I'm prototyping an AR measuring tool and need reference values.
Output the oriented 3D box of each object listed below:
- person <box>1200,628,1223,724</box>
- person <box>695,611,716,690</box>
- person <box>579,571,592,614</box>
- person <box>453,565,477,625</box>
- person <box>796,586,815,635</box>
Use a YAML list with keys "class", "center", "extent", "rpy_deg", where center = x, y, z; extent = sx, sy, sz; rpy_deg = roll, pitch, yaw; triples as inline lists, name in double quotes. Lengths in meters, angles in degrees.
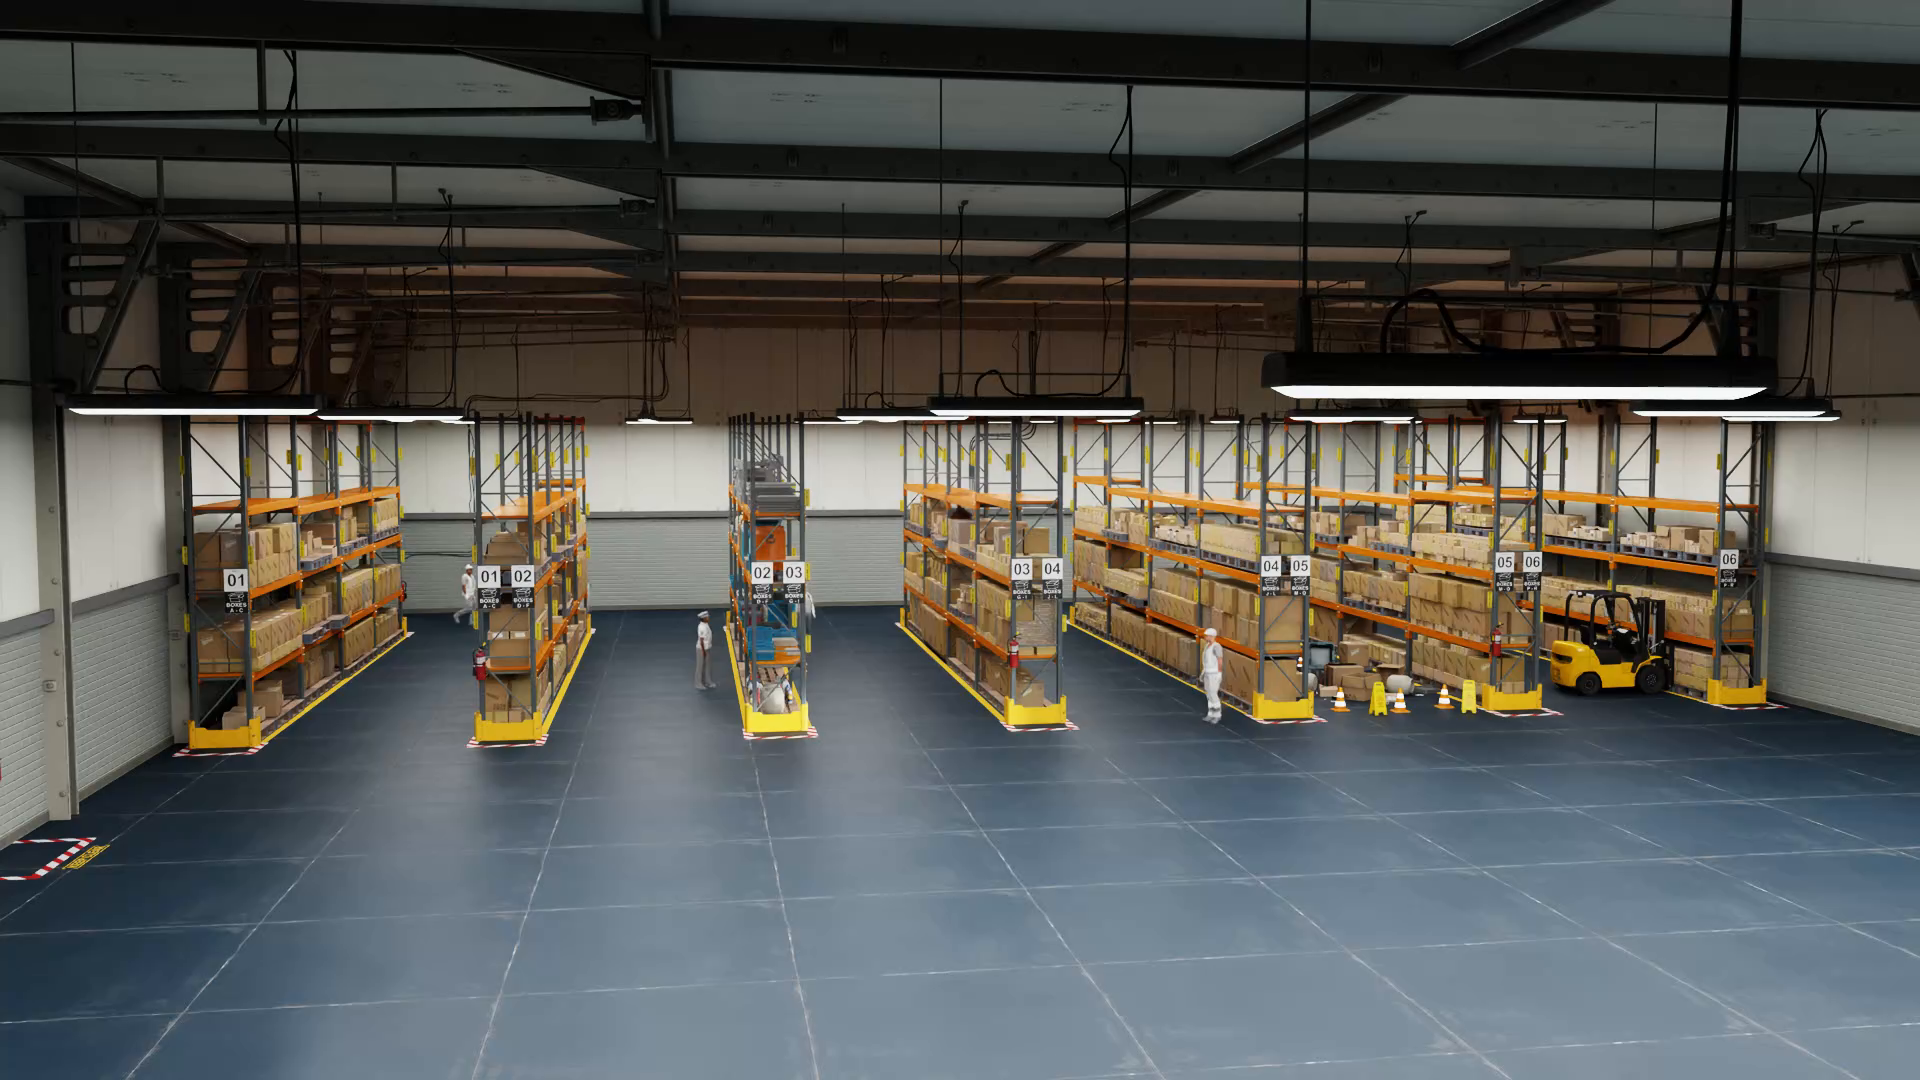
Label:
- class: "person"
  center: [4.877, 2.633, 32.352]
  extent: [0.380, 1.820, 0.612]
  rpy_deg: [-1, 4, -19]
- class: "person"
  center: [-5.581, 2.400, 36.424]
  extent: [0.397, 1.706, 0.507]
  rpy_deg: [1, 4, 15]
- class: "person"
  center: [-10.879, 1.625, 47.892]
  extent: [0.499, 1.654, 0.512]
  rpy_deg: [2, 5, 31]
- class: "person"
  center: [-14.207, 1.579, 47.849]
  extent: [0.726, 1.752, 0.615]
  rpy_deg: [0, 4, -6]
- class: "person"
  center: [-4.102, 1.923, 43.759]
  extent: [0.534, 1.640, 0.975]
  rpy_deg: [-1, 4, -16]
